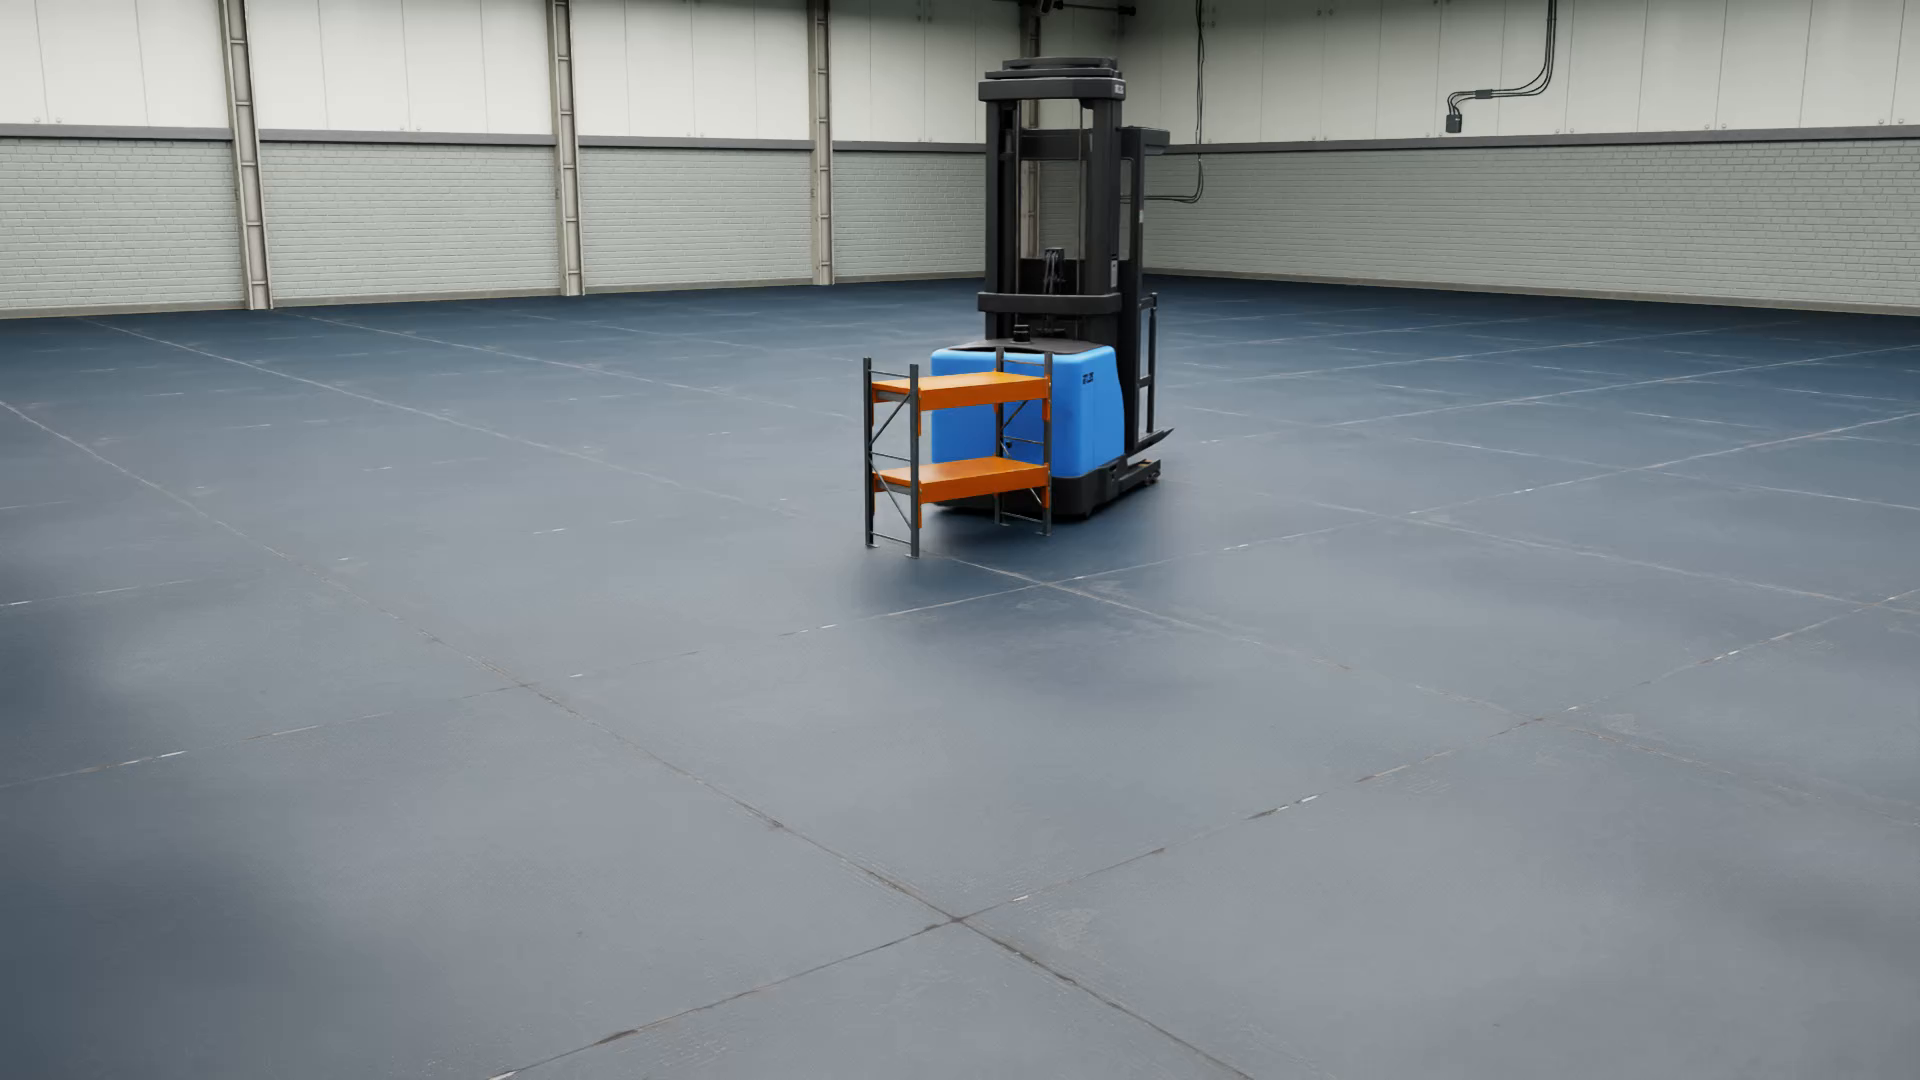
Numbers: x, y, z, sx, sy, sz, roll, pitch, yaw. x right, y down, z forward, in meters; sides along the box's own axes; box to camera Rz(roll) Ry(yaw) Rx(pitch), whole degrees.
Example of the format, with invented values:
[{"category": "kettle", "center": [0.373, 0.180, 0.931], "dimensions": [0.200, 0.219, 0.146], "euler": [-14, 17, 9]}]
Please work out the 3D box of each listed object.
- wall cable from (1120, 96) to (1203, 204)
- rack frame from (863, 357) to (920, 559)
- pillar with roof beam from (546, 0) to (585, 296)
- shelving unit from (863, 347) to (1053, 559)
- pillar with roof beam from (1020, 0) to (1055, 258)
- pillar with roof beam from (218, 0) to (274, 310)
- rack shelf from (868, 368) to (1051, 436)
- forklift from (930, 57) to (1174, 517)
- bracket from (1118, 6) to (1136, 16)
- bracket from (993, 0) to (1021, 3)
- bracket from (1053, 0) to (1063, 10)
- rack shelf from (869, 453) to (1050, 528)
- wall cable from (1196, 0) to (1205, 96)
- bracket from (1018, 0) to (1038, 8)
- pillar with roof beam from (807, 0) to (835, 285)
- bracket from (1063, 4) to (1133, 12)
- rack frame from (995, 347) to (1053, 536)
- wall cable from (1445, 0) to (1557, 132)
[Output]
[{"category": "wall cable", "center": [4.793, -9.480, 40.583], "dimensions": [0.112, 2.526, 3.097], "euler": [-9, 15, -38]}, {"category": "rack frame", "center": [-0.402, -0.483, 9.697], "dimensions": [0.032, 1.125, 0.500], "euler": [-9, 15, -38]}, {"category": "pillar with roof beam", "center": [-5.015, -8.575, 28.849], "dimensions": [0.400, 9.000, 9.100], "euler": [-9, 15, -38]}, {"category": "shelving unit", "center": [-0.005, -0.549, 10.008], "dimensions": [1.048, 1.125, 0.538], "euler": [-9, 15, -38]}, {"category": "pillar with roof beam", "center": [4.356, -10.132, 36.182], "dimensions": [0.548, 9.000, 9.100], "euler": [-9, 15, -38]}, {"category": "pillar with roof beam", "center": [-9.700, -7.797, 25.182], "dimensions": [0.400, 9.000, 9.100], "euler": [-9, 15, -38]}, {"category": "rack shelf", "center": [-0.005, -0.836, 9.947], "dimensions": [1.000, 0.278, 0.538], "euler": [-9, 15, -38]}, {"category": "forklift", "center": [0.821, -1.846, 11.765], "dimensions": [1.130, 2.935, 3.031], "euler": [5, 13, 22]}, {"category": "bracket", "center": [4.063, -12.895, 40.527], "dimensions": [0.430, 0.232, 0.235], "euler": [-9, 15, -38]}, {"category": "bracket", "center": [-0.448, -12.146, 36.997], "dimensions": [4.783, 0.066, 0.076], "euler": [-9, 15, -38]}, {"category": "bracket", "center": [2.212, -12.588, 39.079], "dimensions": [0.430, 0.232, 0.235], "euler": [-9, 15, -38]}, {"category": "rack shelf", "center": [-0.005, -0.310, 10.059], "dimensions": [1.000, 0.278, 0.538], "euler": [-9, 15, -38]}, {"category": "wall cable", "center": [6.483, -11.511, 37.992], "dimensions": [0.112, 2.526, 3.097], "euler": [-9, 15, -38]}, {"category": "bracket", "center": [1.564, -12.480, 38.571], "dimensions": [0.430, 0.232, 0.235], "euler": [-9, 15, -38]}, {"category": "pillar with roof beam", "center": [-0.329, -9.354, 32.515], "dimensions": [0.548, 9.000, 9.100], "euler": [-9, 15, -38]}, {"category": "bracket", "center": [3.602, -12.819, 40.166], "dimensions": [3.189, 0.066, 0.076], "euler": [-9, 15, -38]}, {"category": "rack frame", "center": [0.392, -0.615, 10.318], "dimensions": [0.032, 1.125, 0.500], "euler": [-9, 15, -38]}, {"category": "wall cable", "center": [10.711, -11.120, 32.646], "dimensions": [0.169, 6.003, 2.305], "euler": [-9, 15, -38]}]
